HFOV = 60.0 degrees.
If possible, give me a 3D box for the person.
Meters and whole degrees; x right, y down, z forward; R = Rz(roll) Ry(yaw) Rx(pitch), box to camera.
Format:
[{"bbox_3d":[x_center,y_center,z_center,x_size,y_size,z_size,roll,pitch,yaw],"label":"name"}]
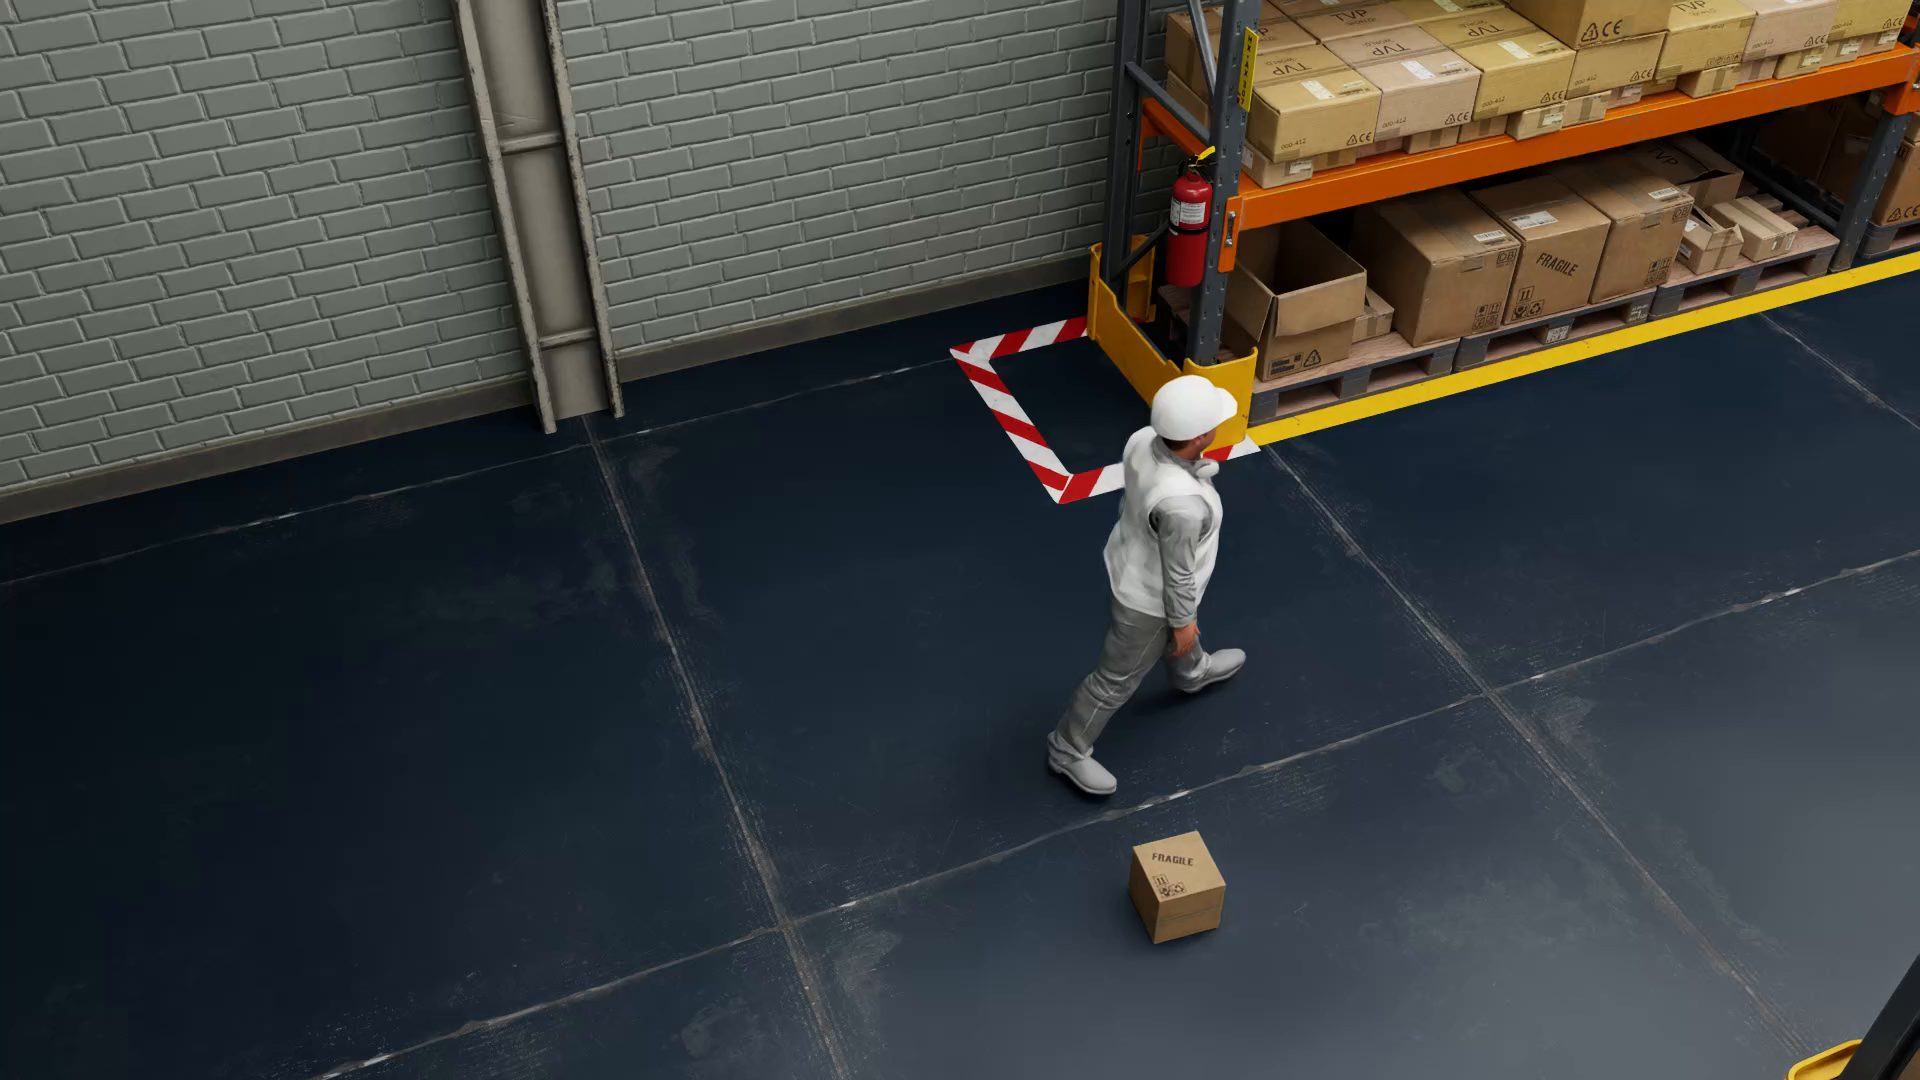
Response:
[{"bbox_3d":[0.755,0.107,6.008,0.864,1.733,0.654,-3,42,-4],"label":"person"}]
